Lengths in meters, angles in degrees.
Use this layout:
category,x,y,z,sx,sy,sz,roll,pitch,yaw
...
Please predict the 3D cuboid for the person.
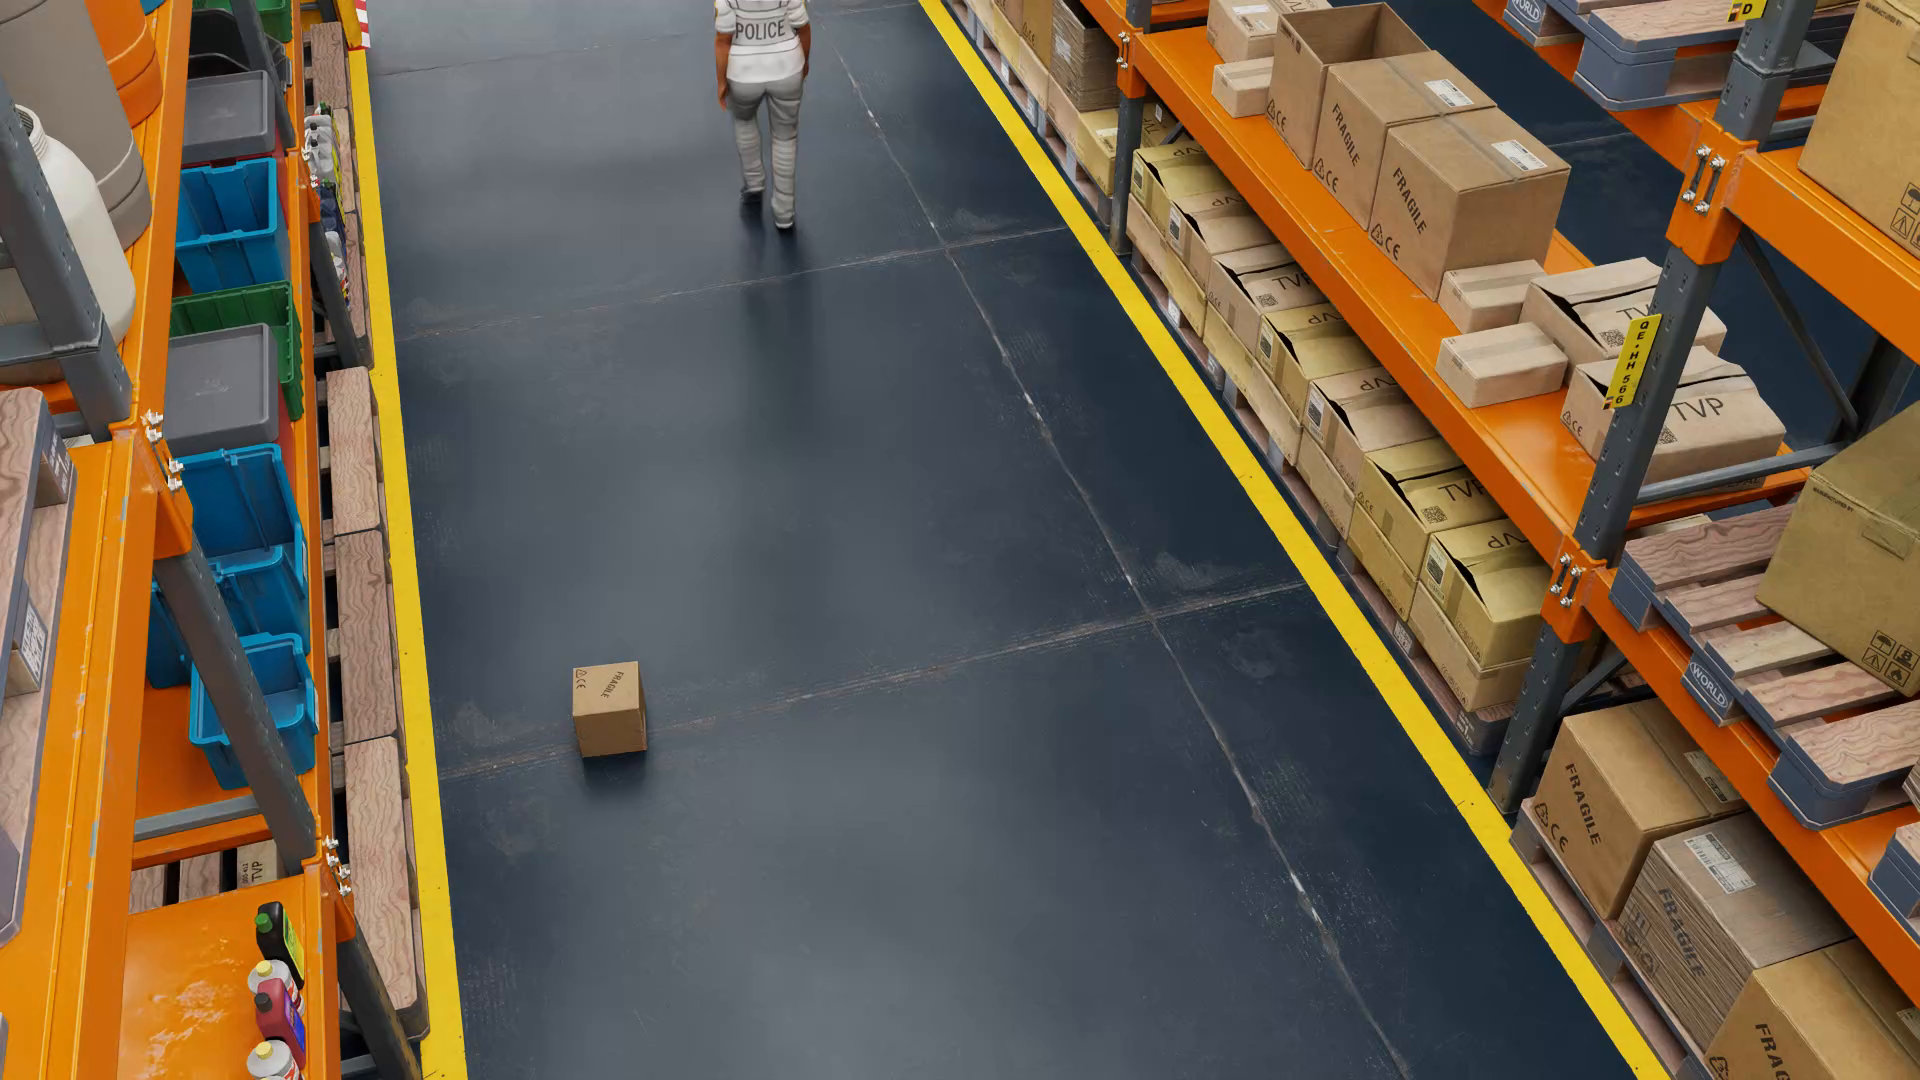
category,x,y,z,sx,sy,sz,roll,pitch,yaw
person,-1.040,-2.471,8.891,0.514,1.728,0.605,-4,43,-4
